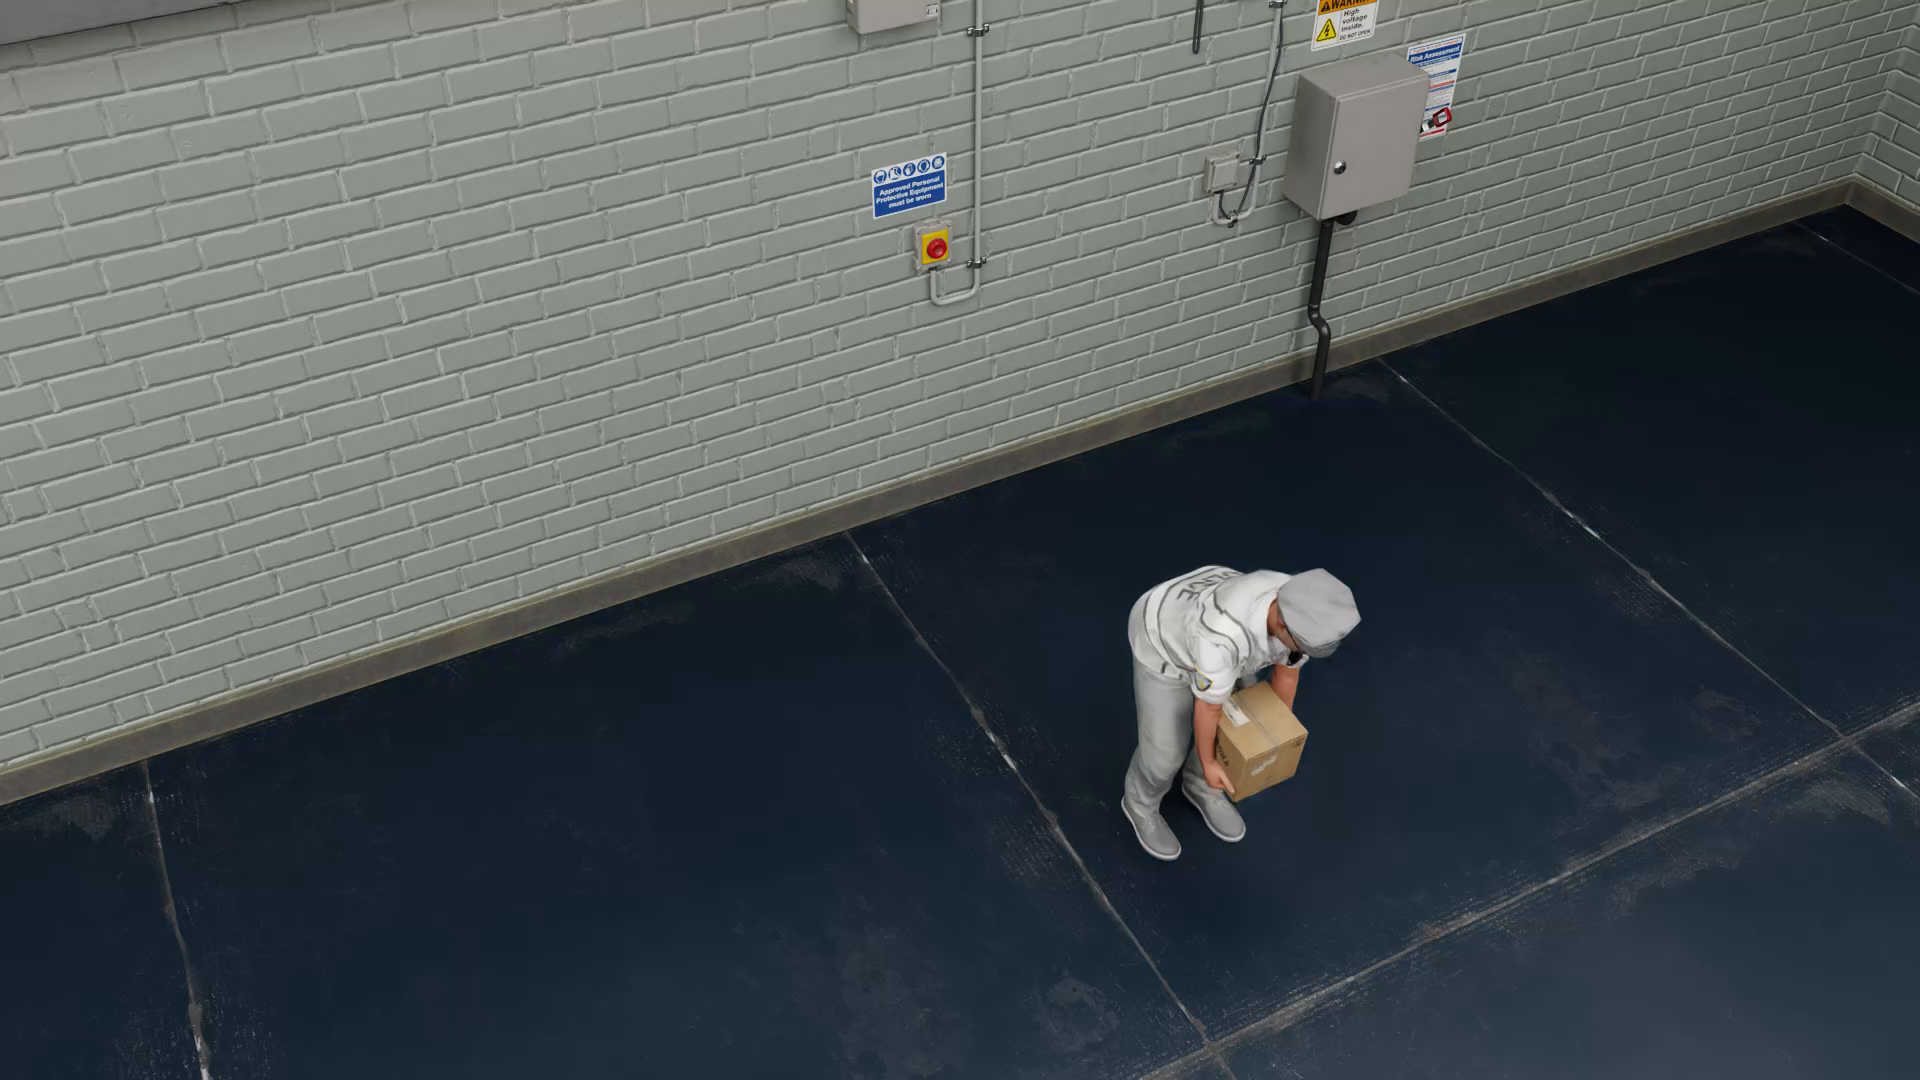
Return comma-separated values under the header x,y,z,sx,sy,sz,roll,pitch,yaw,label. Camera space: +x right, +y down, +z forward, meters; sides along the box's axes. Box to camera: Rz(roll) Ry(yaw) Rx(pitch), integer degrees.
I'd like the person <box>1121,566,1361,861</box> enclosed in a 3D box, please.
x,y,z,sx,sy,sz,roll,pitch,yaw,label
0.919,0.564,5.674,0.478,1.538,0.861,-20,45,-21,person
